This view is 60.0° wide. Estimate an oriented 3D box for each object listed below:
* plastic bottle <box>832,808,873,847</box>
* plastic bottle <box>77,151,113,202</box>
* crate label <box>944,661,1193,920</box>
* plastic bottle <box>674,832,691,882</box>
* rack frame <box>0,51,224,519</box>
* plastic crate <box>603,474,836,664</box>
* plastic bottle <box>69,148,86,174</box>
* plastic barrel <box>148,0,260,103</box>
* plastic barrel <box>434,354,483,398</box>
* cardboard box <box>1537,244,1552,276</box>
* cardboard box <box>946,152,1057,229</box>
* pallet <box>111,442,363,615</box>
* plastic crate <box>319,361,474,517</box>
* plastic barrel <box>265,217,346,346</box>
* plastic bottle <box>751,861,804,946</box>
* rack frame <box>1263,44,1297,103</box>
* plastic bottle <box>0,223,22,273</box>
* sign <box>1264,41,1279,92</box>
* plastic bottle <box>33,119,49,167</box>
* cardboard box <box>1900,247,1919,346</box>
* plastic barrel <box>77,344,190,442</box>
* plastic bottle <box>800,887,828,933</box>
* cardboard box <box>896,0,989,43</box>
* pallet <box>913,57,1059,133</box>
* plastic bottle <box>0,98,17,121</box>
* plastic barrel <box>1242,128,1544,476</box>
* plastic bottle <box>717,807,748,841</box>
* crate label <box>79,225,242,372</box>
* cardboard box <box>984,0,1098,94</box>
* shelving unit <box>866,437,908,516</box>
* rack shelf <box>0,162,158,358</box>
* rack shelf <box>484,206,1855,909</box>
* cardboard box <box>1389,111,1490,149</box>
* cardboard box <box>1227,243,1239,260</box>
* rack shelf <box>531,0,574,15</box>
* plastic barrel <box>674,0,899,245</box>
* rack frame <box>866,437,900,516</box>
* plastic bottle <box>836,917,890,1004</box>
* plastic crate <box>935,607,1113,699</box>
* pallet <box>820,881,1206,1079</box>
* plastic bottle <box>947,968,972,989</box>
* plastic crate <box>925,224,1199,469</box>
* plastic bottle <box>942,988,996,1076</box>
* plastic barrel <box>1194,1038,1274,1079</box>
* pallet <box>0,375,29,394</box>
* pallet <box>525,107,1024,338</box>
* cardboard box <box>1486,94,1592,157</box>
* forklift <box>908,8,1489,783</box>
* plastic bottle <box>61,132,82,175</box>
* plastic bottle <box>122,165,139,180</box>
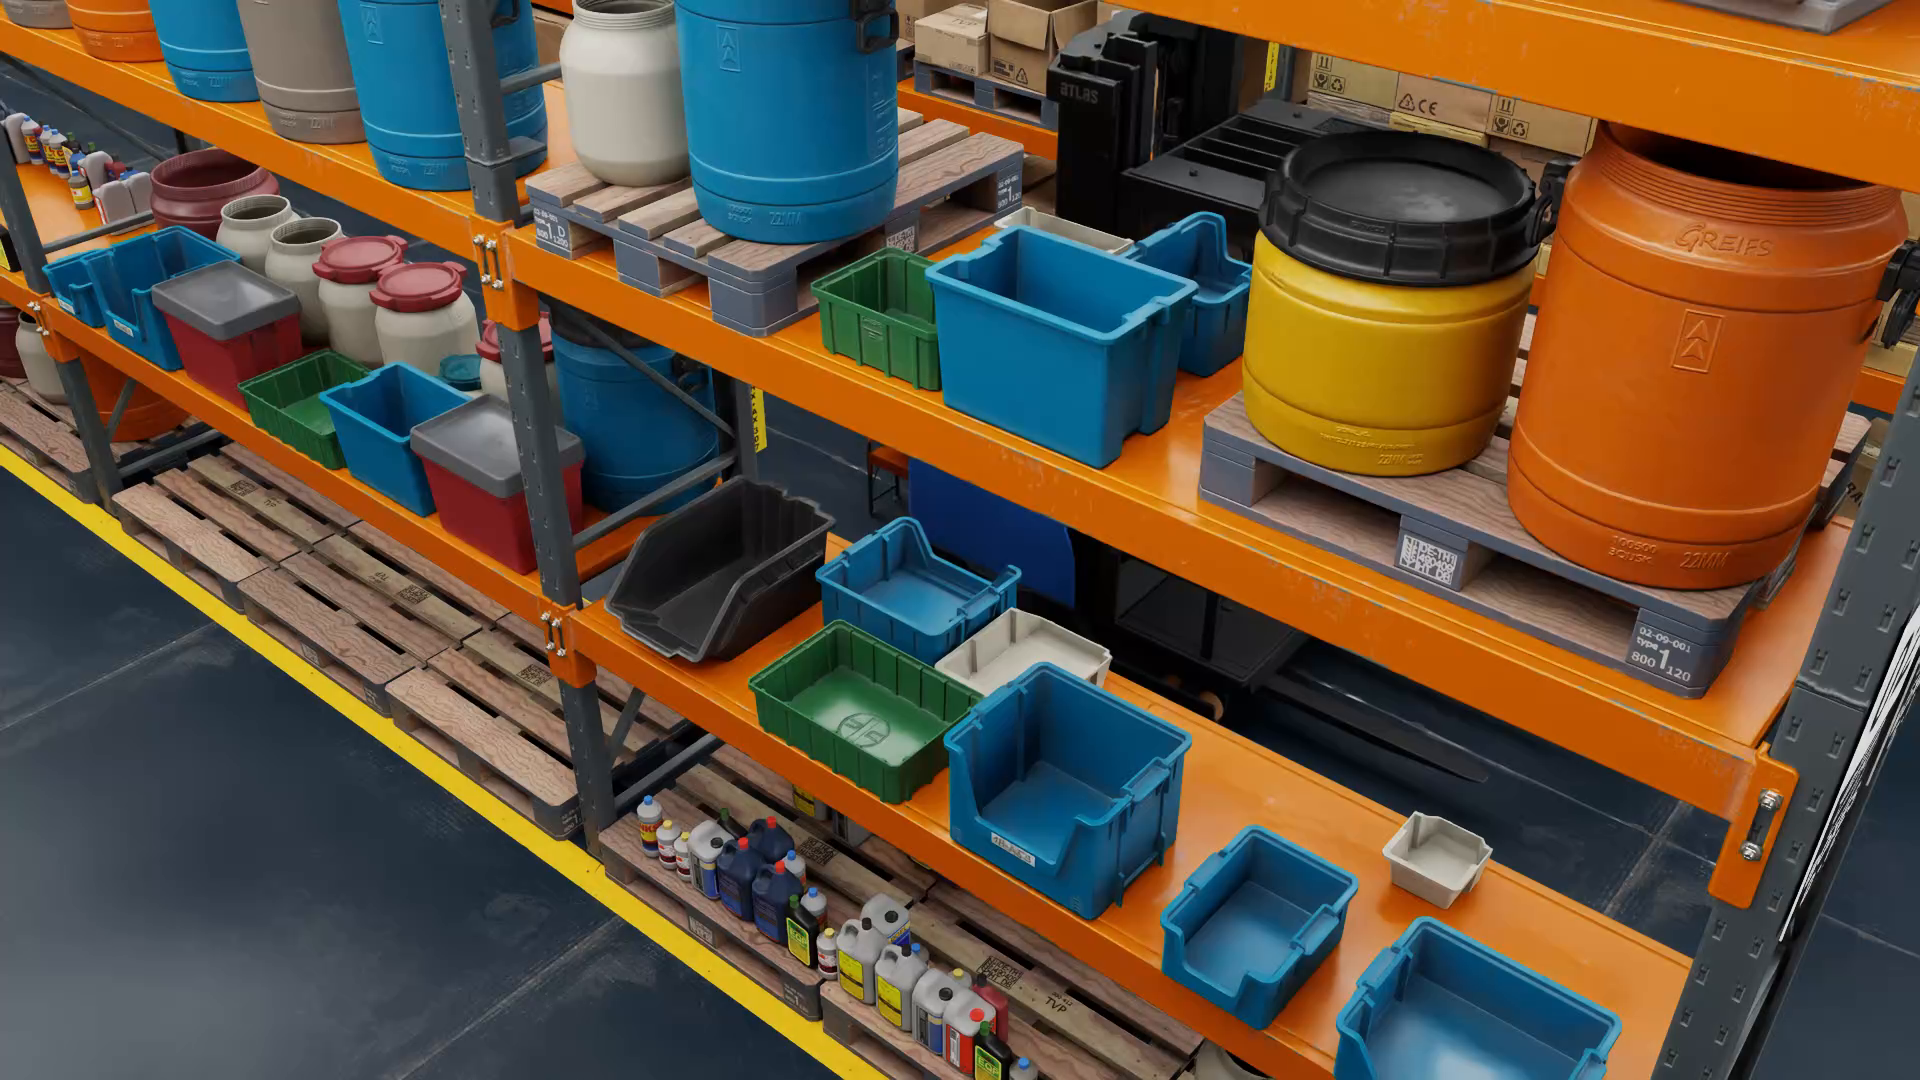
[{"bbox_3d":[-0.420,1.053,6.585,0.135,0.276,0.152,25,42,32],"label":"plastic bottle"},{"bbox_3d":[-4.726,-2.002,9.125,0.135,0.276,0.152,25,42,32],"label":"plastic bottle"},{"bbox_3d":[0.315,0.746,4.983,0.616,0.435,0.502,25,42,32],"label":"crate label"},{"bbox_3d":[-1.050,1.212,6.418,0.097,0.201,0.097,0,34,0],"label":"plastic bottle"},{"bbox_3d":[-4.245,-1.588,8.413,0.127,3.000,1.000,25,42,32],"label":"rack frame"},{"bbox_3d":[-0.850,0.131,5.964,0.504,0.338,0.767,25,42,32],"label":"plastic crate"},{"bbox_3d":[-4.837,-2.028,9.167,0.097,0.271,0.097,0,34,0],"label":"plastic bottle"},{"bbox_3d":[-2.706,-2.146,6.133,0.708,0.901,0.600,25,42,32],"label":"plastic barrel"},{"bbox_3d":[-2.090,-0.629,7.138,0.301,0.262,0.301,0,34,0],"label":"plastic barrel"},{"bbox_3d":[3.132,-1.445,8.426,0.250,0.149,0.380,25,42,32],"label":"cardboard box"},{"bbox_3d":[0.326,-2.263,11.214,0.500,0.500,0.700,29,44,35],"label":"cardboard box"},{"bbox_3d":[-3.675,-0.141,8.769,1.213,0.211,1.003,25,42,32],"label":"pallet"},{"bbox_3d":[-2.218,-0.397,6.693,0.575,0.384,0.392,25,42,32],"label":"plastic crate"},{"bbox_3d":[-2.994,-1.202,7.752,0.421,0.512,0.421,0,34,0],"label":"plastic barrel"},{"bbox_3d":[-0.671,1.312,6.141,0.185,0.351,0.144,23,41,30],"label":"plastic bottle"},{"bbox_3d":[1.998,-2.294,9.441,0.127,3.000,1.000,25,42,32],"label":"rack frame"},{"bbox_3d":[-4.829,-1.501,8.389,0.133,0.283,0.061,25,42,32],"label":"plastic bottle"},{"bbox_3d":[1.646,-2.529,8.760,0.005,0.325,0.100,25,42,32],"label":"sign"},{"bbox_3d":[-5.230,-2.276,9.518,0.133,0.283,0.061,25,42,32],"label":"plastic bottle"},{"bbox_3d":[4.667,-1.221,7.527,0.500,0.500,0.875,25,42,32],"label":"cardboard box"},{"bbox_3d":[-4.632,-1.037,9.156,0.708,0.830,0.600,25,42,32],"label":"plastic barrel"},{"bbox_3d":[-0.534,1.382,6.109,0.097,0.271,0.097,0,34,0],"label":"plastic bottle"},{"bbox_3d":[-0.143,-3.621,10.913,0.700,0.500,0.500,-27,43,-33],"label":"cardboard box"},{"bbox_3d":[0.471,-2.965,10.587,1.213,0.211,1.003,25,42,32],"label":"pallet"},{"bbox_3d":[-5.557,-2.427,9.678,0.185,0.351,0.144,25,42,32],"label":"plastic bottle"},{"bbox_3d":[0.946,-0.536,3.693,0.600,0.588,0.600,0,34,0],"label":"plastic barrel"},{"bbox_3d":[-0.873,1.164,6.417,0.133,0.283,0.061,25,42,32],"label":"plastic bottle"},{"bbox_3d":[-3.655,-1.125,7.708,0.616,0.435,0.502,25,42,32],"label":"crate label"},{"bbox_3d":[0.607,-3.098,10.149,0.797,0.503,0.637,-29,44,-35],"label":"cardboard box"},{"bbox_3d":[-0.218,-0.594,8.555,0.503,1.200,0.258,24,41,31],"label":"shelving unit"},{"bbox_3d":[-5.782,-2.016,9.672,4.000,0.370,1.077,25,42,32],"label":"rack shelf"},{"bbox_3d":[0.366,-0.355,4.603,4.000,0.370,1.077,25,42,32],"label":"rack shelf"},{"bbox_3d":[2.666,-2.072,8.766,0.500,0.500,0.875,25,42,32],"label":"cardboard box"},{"bbox_3d":[1.540,-1.677,10.362,0.500,0.500,0.700,22,40,28],"label":"cardboard box"},{"bbox_3d":[-2.613,-4.171,12.810,4.000,0.370,1.077,25,42,32],"label":"rack shelf"},{"bbox_3d":[-0.475,-1.349,4.601,0.708,0.901,0.600,25,42,32],"label":"plastic barrel"},{"bbox_3d":[-0.408,-0.680,8.681,0.015,1.200,0.240,24,41,31],"label":"rack frame"},{"bbox_3d":[-0.344,1.466,5.917,0.185,0.351,0.144,25,42,31],"label":"plastic bottle"},{"bbox_3d":[0.239,0.447,5.682,0.437,0.136,0.530,25,42,32],"label":"plastic crate"},{"bbox_3d":[0.260,1.713,6.069,1.213,0.211,1.003,25,42,32],"label":"pallet"},{"bbox_3d":[-0.006,1.592,5.865,0.097,0.201,0.097,0,34,0],"label":"plastic bottle"},{"bbox_3d":[0.245,-0.480,4.164,0.575,0.384,0.392,25,42,32],"label":"plastic crate"},{"bbox_3d":[0.035,1.673,5.682,0.135,0.276,0.152,26,42,32],"label":"plastic bottle"},{"bbox_3d":[0.963,1.775,5.342,0.421,0.512,0.421,0,34,0],"label":"plastic barrel"},{"bbox_3d":[-5.811,-1.148,10.236,1.213,0.211,1.003,25,42,32],"label":"pallet"},{"bbox_3d":[-0.554,-1.079,5.189,1.003,0.211,1.213,25,42,32],"label":"pallet"},{"bbox_3d":[2.950,-2.235,8.121,0.500,0.500,0.500,25,42,32],"label":"cardboard box"},{"bbox_3d":[1.198,-0.702,7.183,3.031,2.935,1.130,24,41,31],"label":"forklift"},{"bbox_3d":[-4.978,-2.157,9.345,0.133,0.283,0.061,25,42,32],"label":"plastic bottle"},{"bbox_3d":[-4.442,-1.887,8.961,0.097,0.271,0.097,0,34,0],"label":"plastic bottle"}]
